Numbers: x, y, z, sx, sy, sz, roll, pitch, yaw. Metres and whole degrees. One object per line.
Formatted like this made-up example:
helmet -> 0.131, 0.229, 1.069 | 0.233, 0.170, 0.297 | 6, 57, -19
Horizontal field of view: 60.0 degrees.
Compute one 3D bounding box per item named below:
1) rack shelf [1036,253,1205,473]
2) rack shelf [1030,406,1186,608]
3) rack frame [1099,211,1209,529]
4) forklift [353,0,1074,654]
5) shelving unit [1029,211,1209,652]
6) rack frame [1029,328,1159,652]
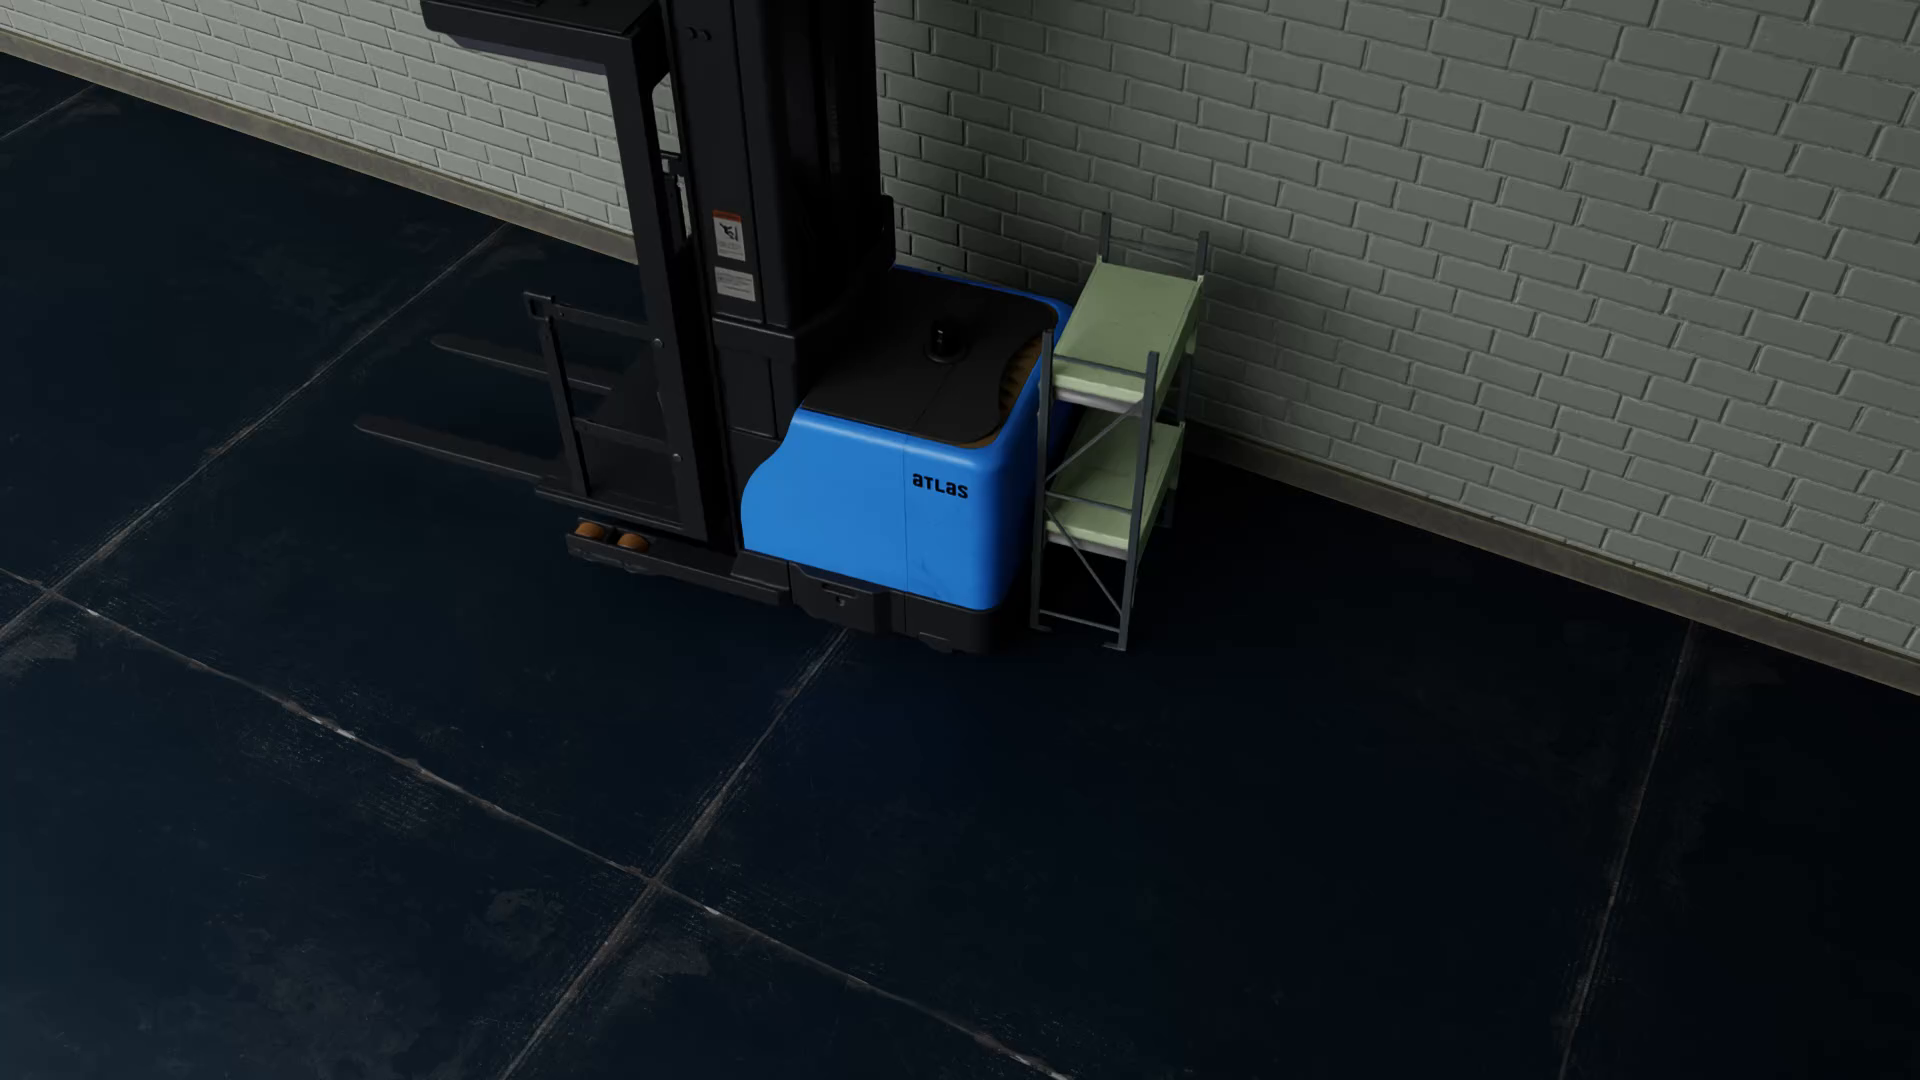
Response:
rack shelf -> 0.592, -0.657, 6.076 | 0.431, 0.370, 0.720 | 14, 47, 13
rack shelf -> 0.591, -0.153, 6.585 | 0.431, 0.370, 0.720 | 14, 47, 13
rack frame -> 0.711, -0.629, 6.597 | 0.400, 1.500, 0.023 | 14, 47, 13
forklift -> -1.101, -1.231, 6.186 | 3.031, 2.935, 1.130 | 15, 47, 14
shelving unit -> 0.591, -0.383, 6.354 | 0.431, 1.500, 0.755 | 14, 47, 13
rack frame -> 0.472, -0.137, 6.110 | 0.400, 1.500, 0.023 | 14, 47, 13
